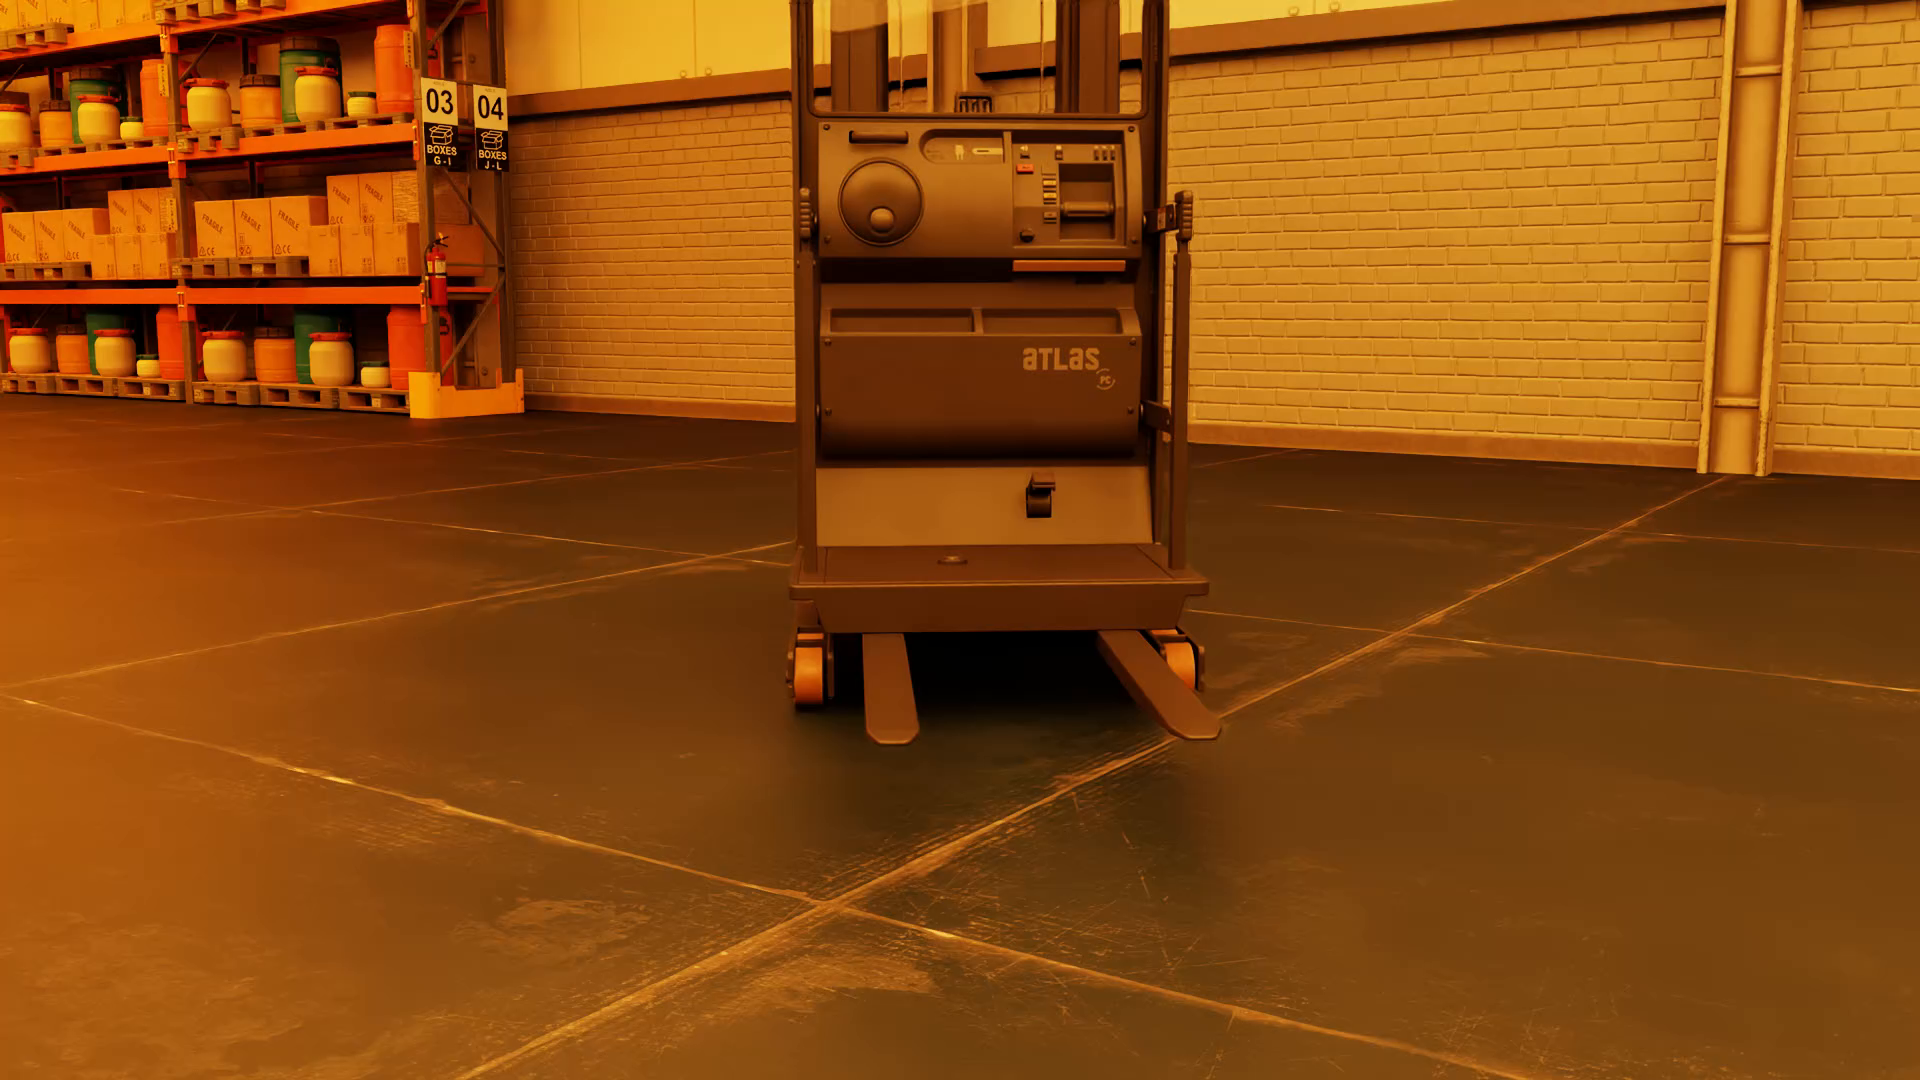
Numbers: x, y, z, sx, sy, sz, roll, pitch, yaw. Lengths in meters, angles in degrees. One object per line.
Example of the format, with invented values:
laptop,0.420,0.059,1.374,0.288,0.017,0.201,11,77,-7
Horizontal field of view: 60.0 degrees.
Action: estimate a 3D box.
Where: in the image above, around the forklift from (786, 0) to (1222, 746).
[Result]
forklift,0.075,-1.051,4.581,1.130,2.935,3.031,-1,8,-4
